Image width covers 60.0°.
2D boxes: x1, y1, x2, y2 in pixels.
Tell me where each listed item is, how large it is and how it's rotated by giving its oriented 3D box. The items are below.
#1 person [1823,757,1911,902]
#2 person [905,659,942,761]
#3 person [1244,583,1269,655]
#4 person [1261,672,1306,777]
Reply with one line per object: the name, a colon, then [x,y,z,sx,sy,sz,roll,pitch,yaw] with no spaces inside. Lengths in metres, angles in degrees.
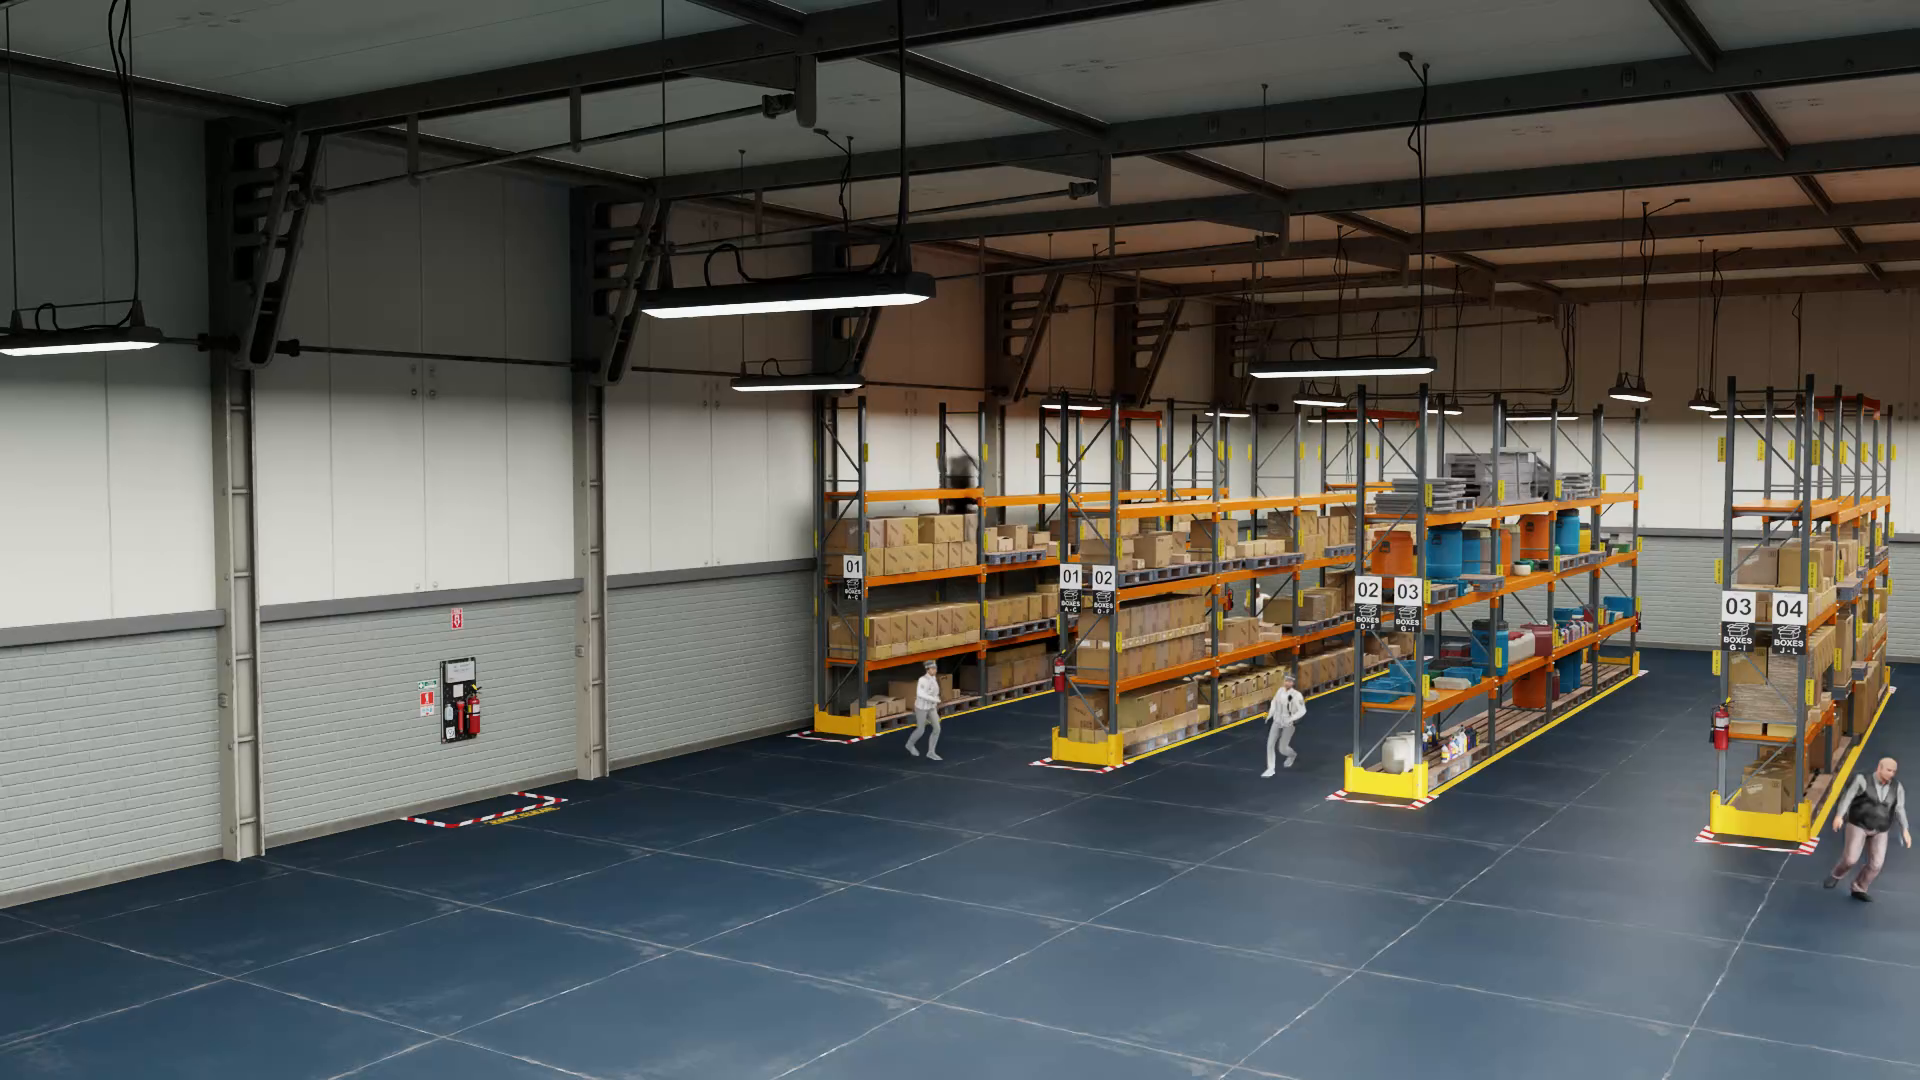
person: [10.095,3.197,18.512,0.775,1.644,0.619,0,3,7]
person: [-0.620,2.746,27.081,0.821,1.646,0.576,2,4,40]
person: [7.410,1.963,41.402,0.690,1.785,0.668,1,3,24]
person: [5.056,2.836,25.701,0.651,1.642,0.757,3,4,41]
